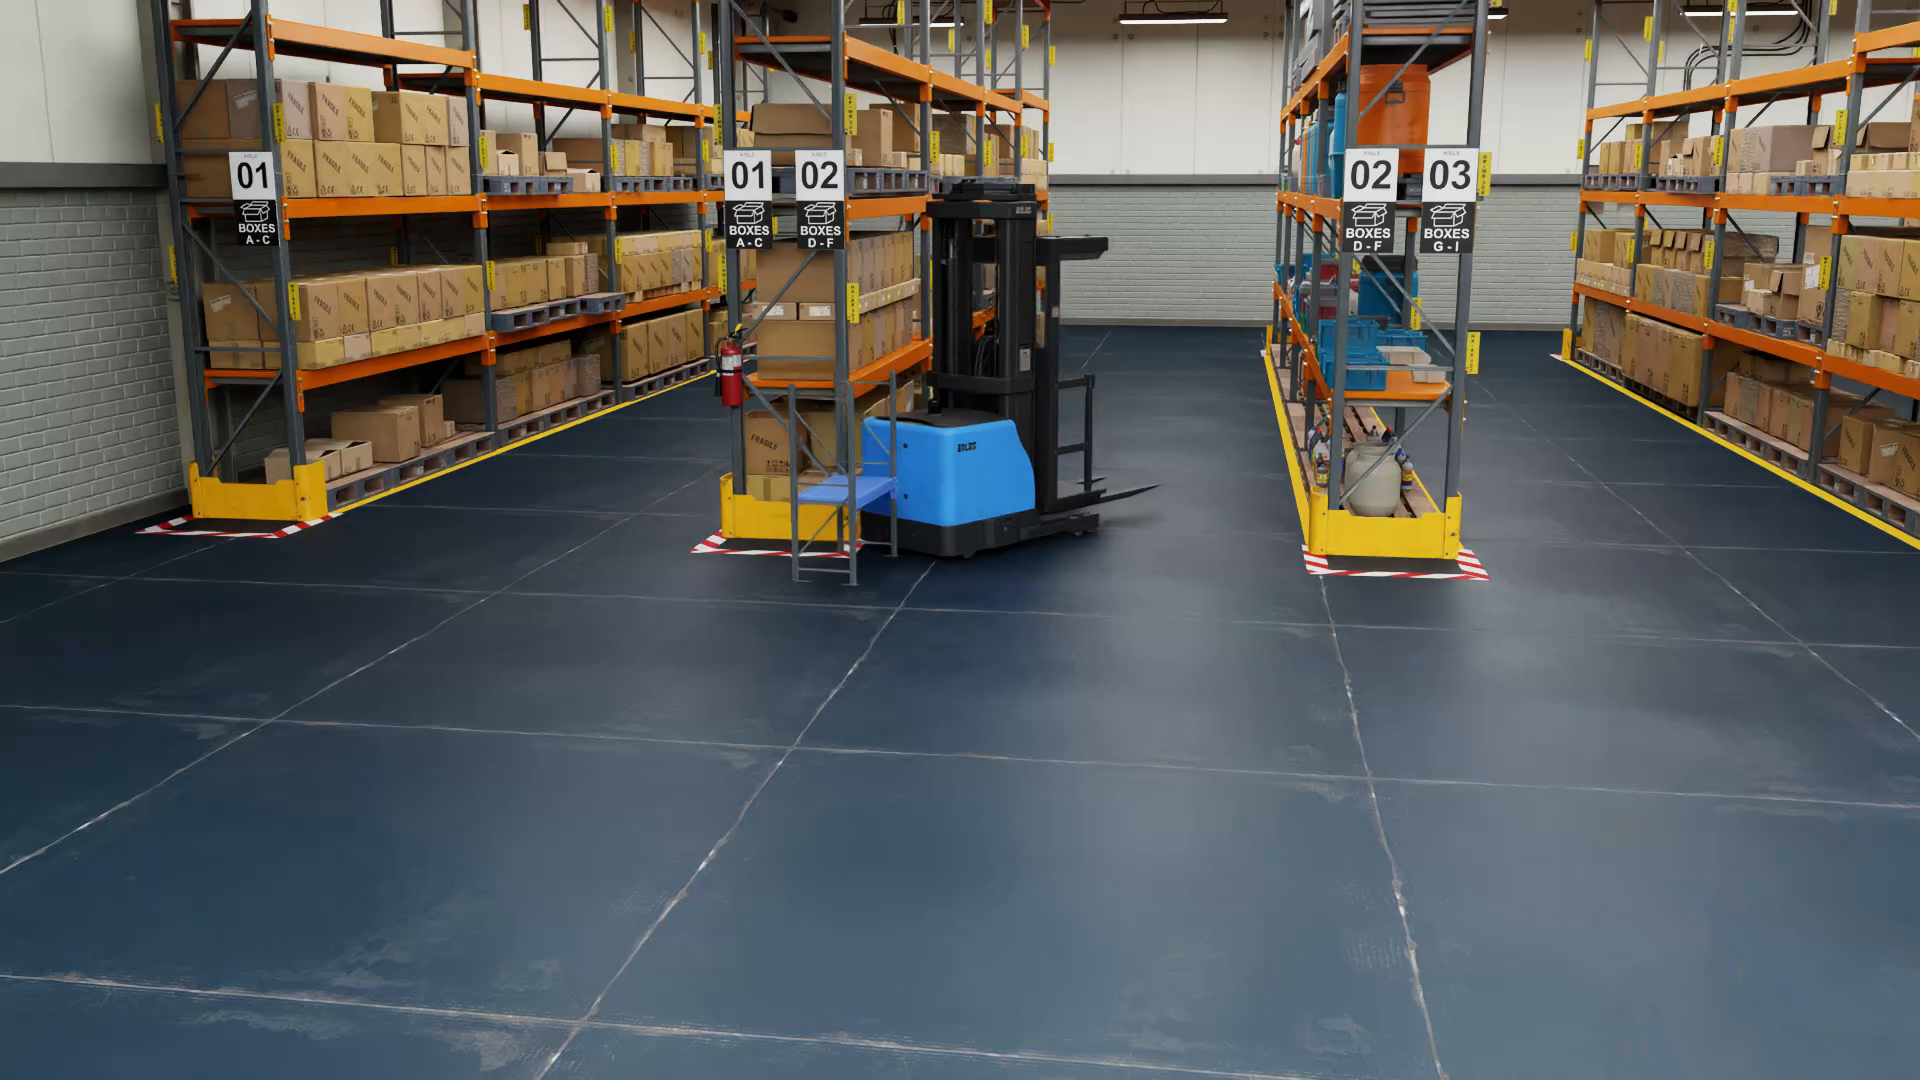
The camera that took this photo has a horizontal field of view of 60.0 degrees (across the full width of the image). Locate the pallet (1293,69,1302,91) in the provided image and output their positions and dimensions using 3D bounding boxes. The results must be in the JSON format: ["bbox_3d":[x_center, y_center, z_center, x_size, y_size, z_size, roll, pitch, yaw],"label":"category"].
[{"bbox_3d":[4.838,-5.807,20.978,1.213,0.211,1.003,2,12,9],"label":"pallet"}]

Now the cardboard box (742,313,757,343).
[{"bbox_3d":[-3.948,-3.730,29.118,0.700,0.500,0.500,2,12,8],"label":"cardboard box"}]

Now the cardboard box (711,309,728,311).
[{"bbox_3d":[-3.948,-3.794,27.875,0.380,0.149,0.250,2,12,7],"label":"cardboard box"}]

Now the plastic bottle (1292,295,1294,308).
[{"bbox_3d":[4.498,-3.207,22.228,0.097,0.201,0.097,0,12,0],"label":"plastic bottle"}]

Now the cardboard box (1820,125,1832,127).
[{"bbox_3d":[9.605,-4.295,18.261,0.500,0.500,0.500,2,12,10],"label":"cardboard box"}]

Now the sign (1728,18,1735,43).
[{"bbox_3d":[10.744,-7.099,23.166,0.100,0.325,0.005,2,12,9],"label":"sign"}]

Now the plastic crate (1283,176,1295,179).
[{"bbox_3d":[5.136,-5.430,25.349,0.416,0.233,0.300,2,12,9],"label":"plastic crate"}]

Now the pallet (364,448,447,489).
[{"bbox_3d":[-5.962,-0.743,16.940,1.003,0.211,1.213,2,12,9],"label":"pallet"}]

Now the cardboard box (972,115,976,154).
[{"bbox_3d":[-0.046,-5.375,22.086,0.500,0.500,0.500,2,12,9],"label":"cardboard box"}]

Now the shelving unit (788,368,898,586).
[{"bbox_3d":[-0.882,-0.508,12.790,0.538,1.500,1.048,3,13,15],"label":"shelving unit"}]

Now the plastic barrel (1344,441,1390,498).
[{"bbox_3d":[3.569,-0.581,14.478,0.421,0.512,0.421,0,12,0],"label":"plastic barrel"}]

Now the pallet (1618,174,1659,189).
[{"bbox_3d":[10.342,-5.279,24.457,1.003,0.211,1.213,2,12,9],"label":"pallet"}]

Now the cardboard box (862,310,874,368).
[{"bbox_3d":[-1.185,-1.868,15.302,0.700,0.500,0.500,2,12,9],"label":"cardboard box"}]

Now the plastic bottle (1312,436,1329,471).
[{"bbox_3d":[3.453,-0.819,15.915,0.144,0.351,0.185,2,12,8],"label":"plastic bottle"}]

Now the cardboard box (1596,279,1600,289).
[{"bbox_3d":[10.205,-4.012,26.086,0.380,0.149,0.250,2,12,7],"label":"cardboard box"}]

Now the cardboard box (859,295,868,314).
[{"bbox_3d":[-1.036,-2.109,14.884,0.380,0.149,0.250,2,12,8],"label":"cardboard box"}]

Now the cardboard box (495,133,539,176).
[{"bbox_3d":[-5.355,-4.590,19.818,0.500,0.500,0.500,1,12,7],"label":"cardboard box"}]

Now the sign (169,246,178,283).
[{"bbox_3d":[-6.868,-2.412,14.566,0.100,0.325,0.005,2,12,9],"label":"sign"}]

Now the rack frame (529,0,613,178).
[{"bbox_3d":[-5.093,-6.267,21.714,1.000,3.000,0.127,2,12,9],"label":"rack frame"}]

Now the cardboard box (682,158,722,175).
[{"bbox_3d":[-4.111,-5.950,26.482,0.500,0.250,0.500,2,12,8],"label":"cardboard box"}]

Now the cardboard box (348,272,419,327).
[{"bbox_3d":[-5.714,-2.380,16.443,0.500,0.500,0.500,2,12,10],"label":"cardboard box"}]

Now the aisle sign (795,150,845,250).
[{"bbox_3d":[-1.135,-2.757,13.494,0.394,0.787,0.004,2,12,9],"label":"aisle sign"}]

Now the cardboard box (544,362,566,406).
[{"bbox_3d":[-5.395,-1.968,20.895,0.700,0.500,0.500,2,12,8],"label":"cardboard box"}]

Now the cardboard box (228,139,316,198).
[{"bbox_3d":[-6.025,-3.256,14.575,0.500,0.500,0.500,2,12,10],"label":"cardboard box"}]

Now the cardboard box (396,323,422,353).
[{"bbox_3d":[-5.704,-2.016,16.538,0.500,0.250,0.500,2,12,9],"label":"cardboard box"}]

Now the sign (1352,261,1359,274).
[{"bbox_3d":[5.855,-3.963,24.606,0.100,0.325,0.005,2,12,9],"label":"sign"}]

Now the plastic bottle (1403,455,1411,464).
[{"bbox_3d":[4.106,-0.649,15.289,0.061,0.283,0.133,2,12,10],"label":"plastic bottle"}]

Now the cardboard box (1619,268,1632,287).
[{"bbox_3d":[10.014,-3.858,24.426,0.500,0.250,0.500,2,12,8],"label":"cardboard box"}]

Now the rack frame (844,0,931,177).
[{"bbox_3d":[-0.813,-5.275,17.109,1.000,3.000,0.127,2,12,9],"label":"rack frame"}]

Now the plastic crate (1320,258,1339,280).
[{"bbox_3d":[5.697,-4.084,25.531,0.402,0.464,0.583,2,12,9],"label":"plastic crate"}]

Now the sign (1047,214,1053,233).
[{"bbox_3d":[1.578,-5.538,29.074,0.100,0.325,0.005,2,12,9],"label":"sign"}]

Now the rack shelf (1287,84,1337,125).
[{"bbox_3d":[5.004,-5.815,22.274,1.077,0.370,4.000,2,12,9],"label":"rack shelf"}]

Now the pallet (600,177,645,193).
[{"bbox_3d":[-5.046,-4.844,22.679,1.213,0.211,1.003,2,12,11],"label":"pallet"}]

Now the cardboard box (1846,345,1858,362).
[{"bbox_3d":[8.583,-1.758,15.627,0.380,0.149,0.250,2,12,9],"label":"cardboard box"}]

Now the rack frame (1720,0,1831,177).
[{"bbox_3d":[9.590,-5.786,19.479,1.000,3.000,0.127,2,12,9],"label":"rack frame"}]

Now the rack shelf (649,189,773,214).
[{"bbox_3d":[-4.170,-5.698,27.901,1.077,0.370,4.000,2,12,9],"label":"rack shelf"}]

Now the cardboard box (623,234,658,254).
[{"bbox_3d":[-4.613,-4.207,23.625,0.500,0.250,0.500,2,12,9],"label":"cardboard box"}]

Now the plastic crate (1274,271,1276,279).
[{"bbox_3d":[5.432,-4.474,28.119,0.250,0.136,0.298,2,12,9],"label":"plastic crate"}]

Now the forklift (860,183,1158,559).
[{"bbox_3d":[0.552,-1.533,14.149,1.130,2.935,3.031,11,16,42],"label":"forklift"}]

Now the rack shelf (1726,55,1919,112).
[{"bbox_3d":[9.283,-4.822,17.666,1.077,0.370,4.000,2,12,9],"label":"rack shelf"}]

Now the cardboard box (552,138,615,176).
[{"bbox_3d":[-5.076,-5.166,22.441,0.700,0.500,0.500,1,12,4],"label":"cardboard box"}]

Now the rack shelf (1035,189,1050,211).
[{"bbox_3d":[0.725,-5.538,27.160,1.077,0.370,4.000,2,12,9],"label":"rack shelf"}]

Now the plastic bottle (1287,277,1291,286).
[{"bbox_3d":[4.813,-3.699,24.313,0.061,0.283,0.133,2,12,9],"label":"plastic bottle"}]

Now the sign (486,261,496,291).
[{"bbox_3d":[-5.171,-2.909,18.317,0.100,0.325,0.005,2,12,9],"label":"sign"}]

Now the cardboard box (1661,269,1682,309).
[{"bbox_3d":[9.660,-3.330,22.089,0.500,0.500,0.500,2,12,10],"label":"cardboard box"}]

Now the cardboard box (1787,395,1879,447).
[{"bbox_3d":[9.183,-1.239,17.512,0.700,0.500,0.500,2,12,8],"label":"cardboard box"}]

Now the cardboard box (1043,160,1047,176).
[{"bbox_3d":[1.206,-6.362,28.444,0.500,0.250,0.500,2,12,9],"label":"cardboard box"}]

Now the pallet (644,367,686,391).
[{"bbox_3d":[-4.707,-2.386,24.565,1.003,0.211,1.213,2,12,9],"label":"pallet"}]

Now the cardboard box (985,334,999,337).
[{"bbox_3d":[0.541,-2.786,24.689,0.500,0.500,0.500,2,12,9],"label":"cardboard box"}]

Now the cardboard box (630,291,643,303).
[{"bbox_3d":[-4.641,-3.387,23.139,0.380,0.149,0.250,2,12,10],"label":"cardboard box"}]

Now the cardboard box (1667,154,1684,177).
[{"bbox_3d":[9.948,-5.088,22.578,0.500,0.311,0.500,1,12,7],"label":"cardboard box"}]

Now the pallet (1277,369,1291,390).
[{"bbox_3d":[5.152,-2.324,24.275,1.003,0.211,1.213,2,12,9],"label":"pallet"}]

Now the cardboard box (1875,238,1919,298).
[{"bbox_3d":[8.502,-2.410,14.738,0.500,0.500,0.500,2,12,9],"label":"cardboard box"}]

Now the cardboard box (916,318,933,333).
[{"bbox_3d":[-0.474,-2.397,18.592,0.380,0.149,0.250,2,12,9],"label":"cardboard box"}]
